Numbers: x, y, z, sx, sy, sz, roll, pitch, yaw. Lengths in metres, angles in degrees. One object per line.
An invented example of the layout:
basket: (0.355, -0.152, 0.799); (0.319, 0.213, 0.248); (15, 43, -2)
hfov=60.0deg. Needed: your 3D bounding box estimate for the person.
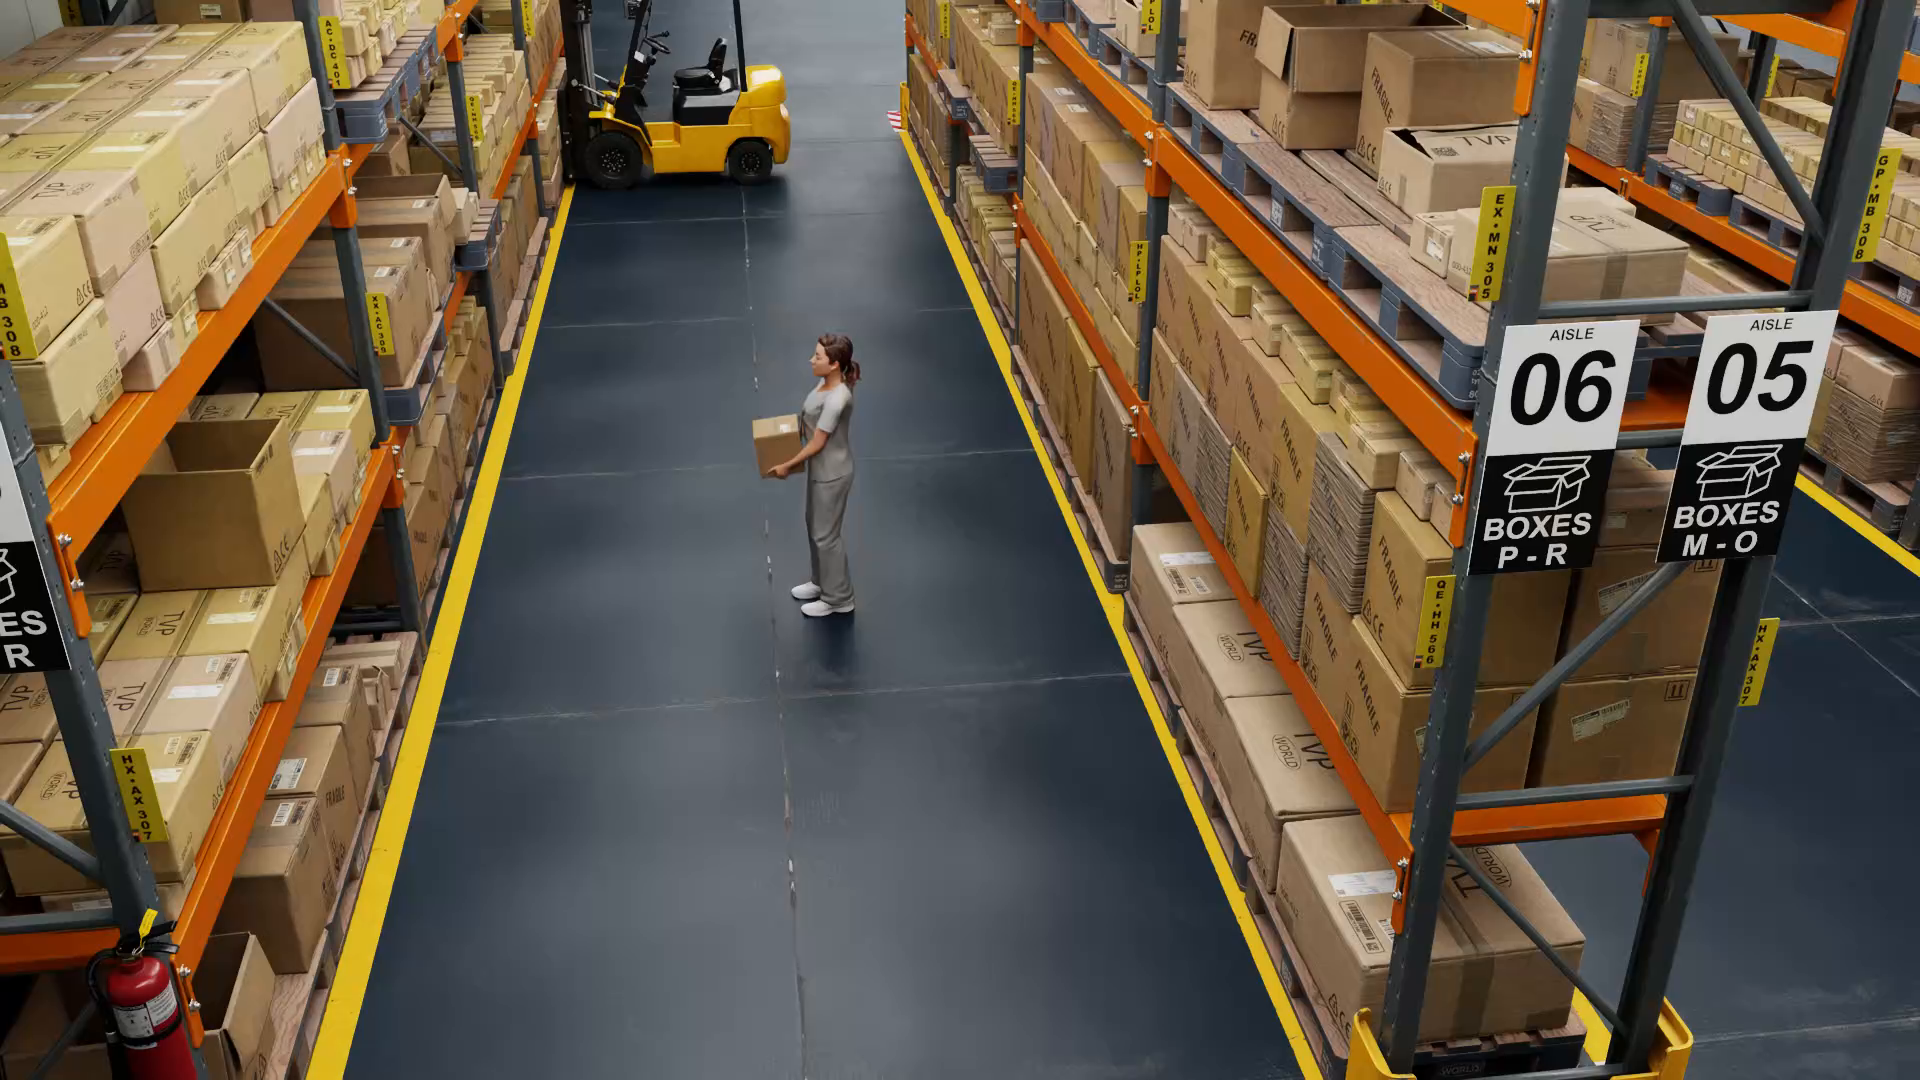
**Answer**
person: (-0.809, -0.369, 9.350); (0.554, 1.666, 0.436); (-3, 27, -6)
